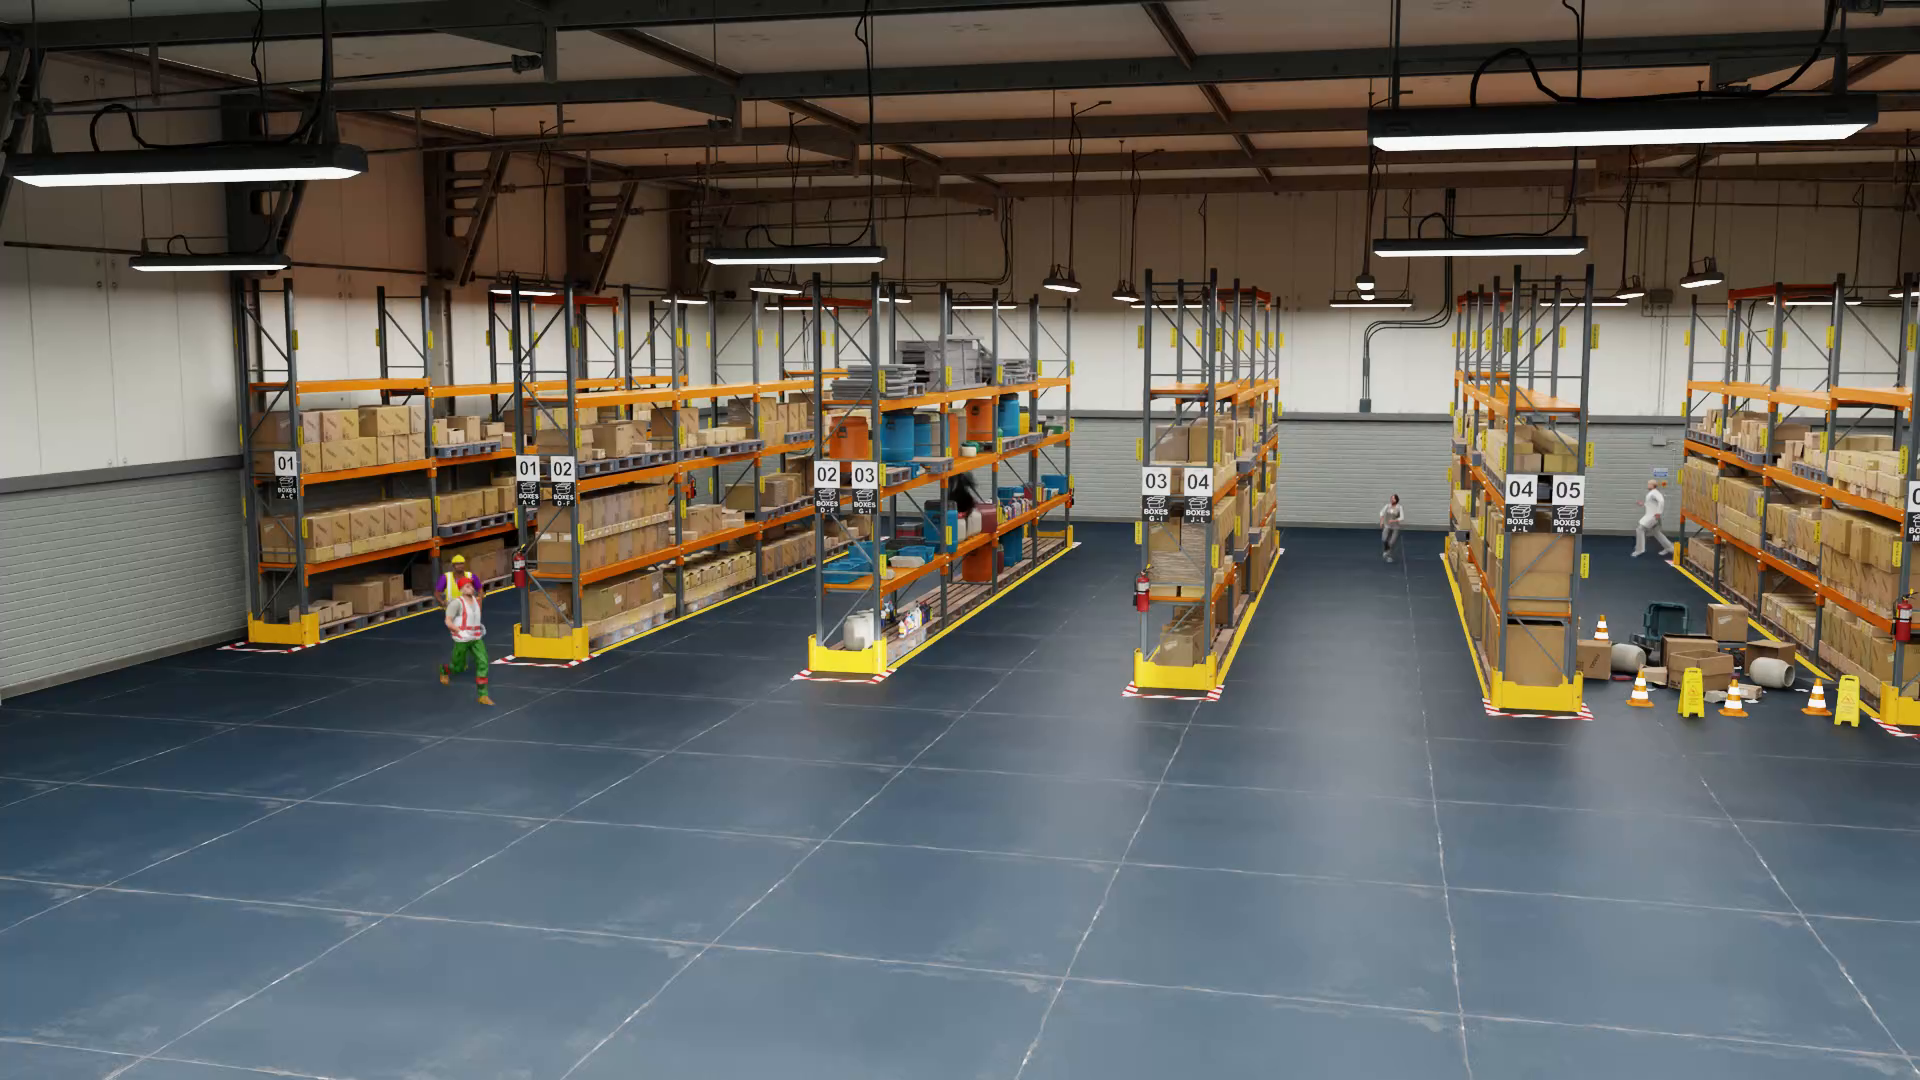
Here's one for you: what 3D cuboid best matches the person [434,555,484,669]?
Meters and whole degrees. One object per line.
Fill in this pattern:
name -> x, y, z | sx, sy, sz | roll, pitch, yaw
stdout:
person -> -7.712, 1.090, 25.628 | 0.738, 1.738, 0.605 | -2, 7, -17

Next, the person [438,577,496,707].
person -> -6.859, 1.392, 23.046 | 1.087, 1.771, 0.631 | 6, 9, 39

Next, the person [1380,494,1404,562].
person -> 9.725, -0.262, 37.500 | 0.555, 1.551, 0.524 | 3, 7, 21

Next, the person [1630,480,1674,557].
person -> 16.073, -0.490, 38.546 | 0.918, 1.813, 0.730 | 4, 8, 31
